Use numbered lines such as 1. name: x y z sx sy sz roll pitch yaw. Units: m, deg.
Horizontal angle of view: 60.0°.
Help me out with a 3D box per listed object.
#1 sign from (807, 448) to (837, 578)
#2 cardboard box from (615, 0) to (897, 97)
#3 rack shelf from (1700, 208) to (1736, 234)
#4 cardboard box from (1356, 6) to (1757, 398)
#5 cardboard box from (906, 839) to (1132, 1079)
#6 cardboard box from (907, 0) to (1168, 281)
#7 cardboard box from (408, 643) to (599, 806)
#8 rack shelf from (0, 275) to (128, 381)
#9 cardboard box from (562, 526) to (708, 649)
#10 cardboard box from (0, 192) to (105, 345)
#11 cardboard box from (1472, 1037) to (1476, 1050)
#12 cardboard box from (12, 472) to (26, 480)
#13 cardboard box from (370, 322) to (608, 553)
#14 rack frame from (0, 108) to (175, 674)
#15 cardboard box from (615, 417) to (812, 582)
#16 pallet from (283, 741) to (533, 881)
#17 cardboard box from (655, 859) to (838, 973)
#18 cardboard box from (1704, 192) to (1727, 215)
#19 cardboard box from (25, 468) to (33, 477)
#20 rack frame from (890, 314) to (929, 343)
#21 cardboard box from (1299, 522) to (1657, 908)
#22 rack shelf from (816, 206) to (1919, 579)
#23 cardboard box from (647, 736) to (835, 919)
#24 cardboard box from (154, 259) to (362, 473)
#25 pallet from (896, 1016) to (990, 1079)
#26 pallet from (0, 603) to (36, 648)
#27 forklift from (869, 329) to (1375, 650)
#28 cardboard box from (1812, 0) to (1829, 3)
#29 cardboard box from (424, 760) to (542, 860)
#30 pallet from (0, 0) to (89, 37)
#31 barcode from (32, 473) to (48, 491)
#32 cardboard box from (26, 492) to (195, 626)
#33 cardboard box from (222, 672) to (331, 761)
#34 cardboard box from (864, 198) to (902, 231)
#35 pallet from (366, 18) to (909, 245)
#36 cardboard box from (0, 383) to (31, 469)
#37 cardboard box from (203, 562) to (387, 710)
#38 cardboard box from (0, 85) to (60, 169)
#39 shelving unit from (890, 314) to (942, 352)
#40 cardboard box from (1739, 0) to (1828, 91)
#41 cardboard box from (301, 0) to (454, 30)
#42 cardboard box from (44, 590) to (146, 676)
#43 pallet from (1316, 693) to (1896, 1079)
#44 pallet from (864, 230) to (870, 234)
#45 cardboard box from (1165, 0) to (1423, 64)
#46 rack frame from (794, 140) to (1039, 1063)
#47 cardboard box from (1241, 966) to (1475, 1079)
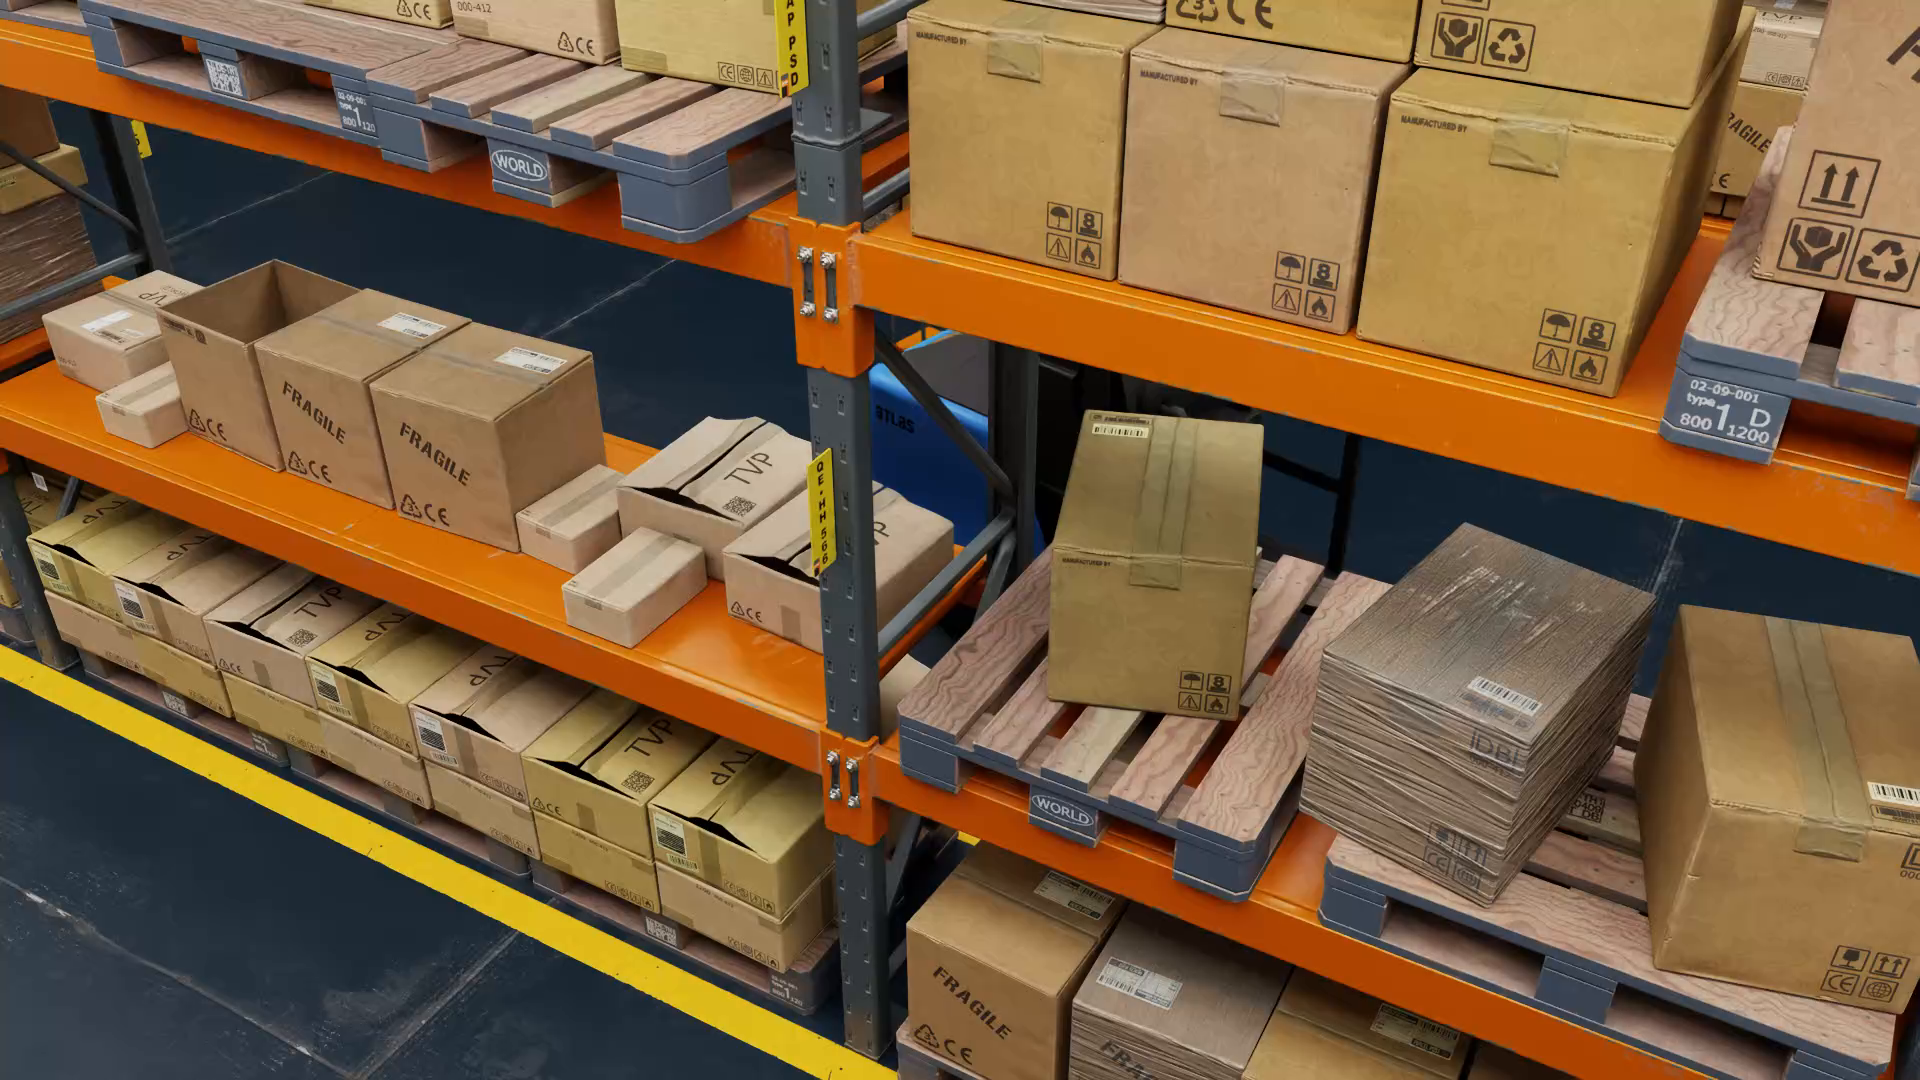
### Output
1. sign: -0.340 -0.065 4.096 0.005 0.325 0.100 18 37 24
2. cardboard box: -0.489 -1.309 4.060 0.500 0.250 0.500 15 36 21
3. rack shelf: 4.124 -1.386 7.774 4.000 0.370 1.077 18 37 24
4. cardboard box: 1.222 -0.754 3.379 0.500 0.500 0.910 18 37 24
5. cardboard box: 0.186 1.269 4.996 0.500 0.500 0.500 19 38 26
6. cardboard box: 0.328 -1.037 3.805 0.500 0.500 0.910 18 37 24
7. cardboard box: -1.536 0.580 5.769 0.500 0.311 0.500 17 37 24
8. rack shelf: -5.277 -1.201 7.497 4.000 0.370 1.077 18 37 24
9. cardboard box: -0.985 0.139 5.061 0.250 0.149 0.380 18 37 24
10. cardboard box: -3.929 -1.111 6.622 0.500 0.500 0.700 17 37 23
11. cardboard box: 1.310 1.293 4.960 0.500 0.500 0.500 16 37 23
12. cardboard box: -4.481 -0.146 7.364 0.500 0.250 0.500 18 37 24
13. cardboard box: -1.532 -0.346 5.473 0.500 0.500 0.500 16 37 22
14. rack frame: -3.540 -0.951 6.471 0.127 3.000 1.000 18 37 24
15. cardboard box: -0.748 -0.153 5.354 0.500 0.311 0.500 17 37 24
16. pallet: -1.818 0.729 6.465 1.213 0.211 1.003 18 37 24
17. cardboard box: -0.645 1.092 5.506 0.500 0.250 0.500 19 38 25
18. cardboard box: 3.471 -1.673 7.765 0.250 0.149 0.380 18 38 25
19. cardboard box: -4.224 -0.394 7.738 0.500 0.250 0.500 18 37 24
20. rack frame: -0.223 -0.612 7.586 0.006 1.200 0.240 26 42 34
21. cardboard box: 1.235 0.395 3.981 0.500 0.500 0.700 25 41 33
22. rack shelf: 1.669 -0.250 3.362 4.000 0.370 1.077 18 37 24
23. cardboard box: -0.644 0.860 5.348 0.500 0.311 0.500 19 38 26
24. cardboard box: -2.424 -0.628 5.897 0.500 0.500 0.500 20 39 28
25. pallet: 0.562 1.533 5.257 1.213 0.211 1.003 18 37 24
26. pallet: -4.210 -0.029 7.603 1.213 0.211 1.003 18 37 24
27. forklift: 1.032 -0.691 6.143 3.031 2.935 1.130 26 42 34
28. cardboard box: 3.801 -2.435 7.647 0.500 0.250 0.500 17 37 23
29. cardboard box: -1.530 0.812 5.926 0.500 0.250 0.500 18 38 25
30. pallet: -2.768 -1.883 5.338 1.217 0.209 0.805 16 37 23
31. barcode: -3.525 -0.223 6.370 0.075 0.075 0.001 18 37 24
32. cardboard box: -3.305 0.019 6.611 0.500 0.311 0.500 18 38 25
33. cardboard box: -2.419 0.531 6.348 0.500 0.250 0.500 16 37 23
34. cardboard box: -0.438 -2.284 10.332 0.500 0.500 0.700 19 38 26
35. pallet: -0.701 -1.164 4.256 1.003 0.211 1.213 19 38 27
36. cardboard box: -4.226 -0.705 7.528 0.500 0.500 0.500 18 37 24
37. cardboard box: -2.423 0.301 6.188 0.500 0.311 0.500 16 37 23
38. cardboard box: -3.929 -1.651 6.263 0.500 0.500 0.700 18 38 25
39. shelving unit: -0.154 -0.578 7.535 0.189 1.200 0.258 26 42 34
40. cardboard box: 3.557 -2.189 7.278 0.500 0.250 0.500 18 38 25
41. cardboard box: -1.444 -1.608 4.508 0.500 0.250 0.500 17 37 23
42. cardboard box: -3.313 0.249 6.772 0.500 0.250 0.500 17 37 23
43. pallet: 1.623 0.762 4.073 1.213 0.211 1.003 18 37 24
44. pallet: -0.409 -1.962 10.505 1.213 0.211 1.003 18 37 24
45. cardboard box: 0.751 -1.294 3.288 0.500 0.500 0.500 18 37 24
46. rack frame: -0.067 0.149 4.820 0.127 3.000 1.000 18 37 24
47. cardboard box: 1.076 1.551 4.573 0.500 0.500 0.500 17 37 24
